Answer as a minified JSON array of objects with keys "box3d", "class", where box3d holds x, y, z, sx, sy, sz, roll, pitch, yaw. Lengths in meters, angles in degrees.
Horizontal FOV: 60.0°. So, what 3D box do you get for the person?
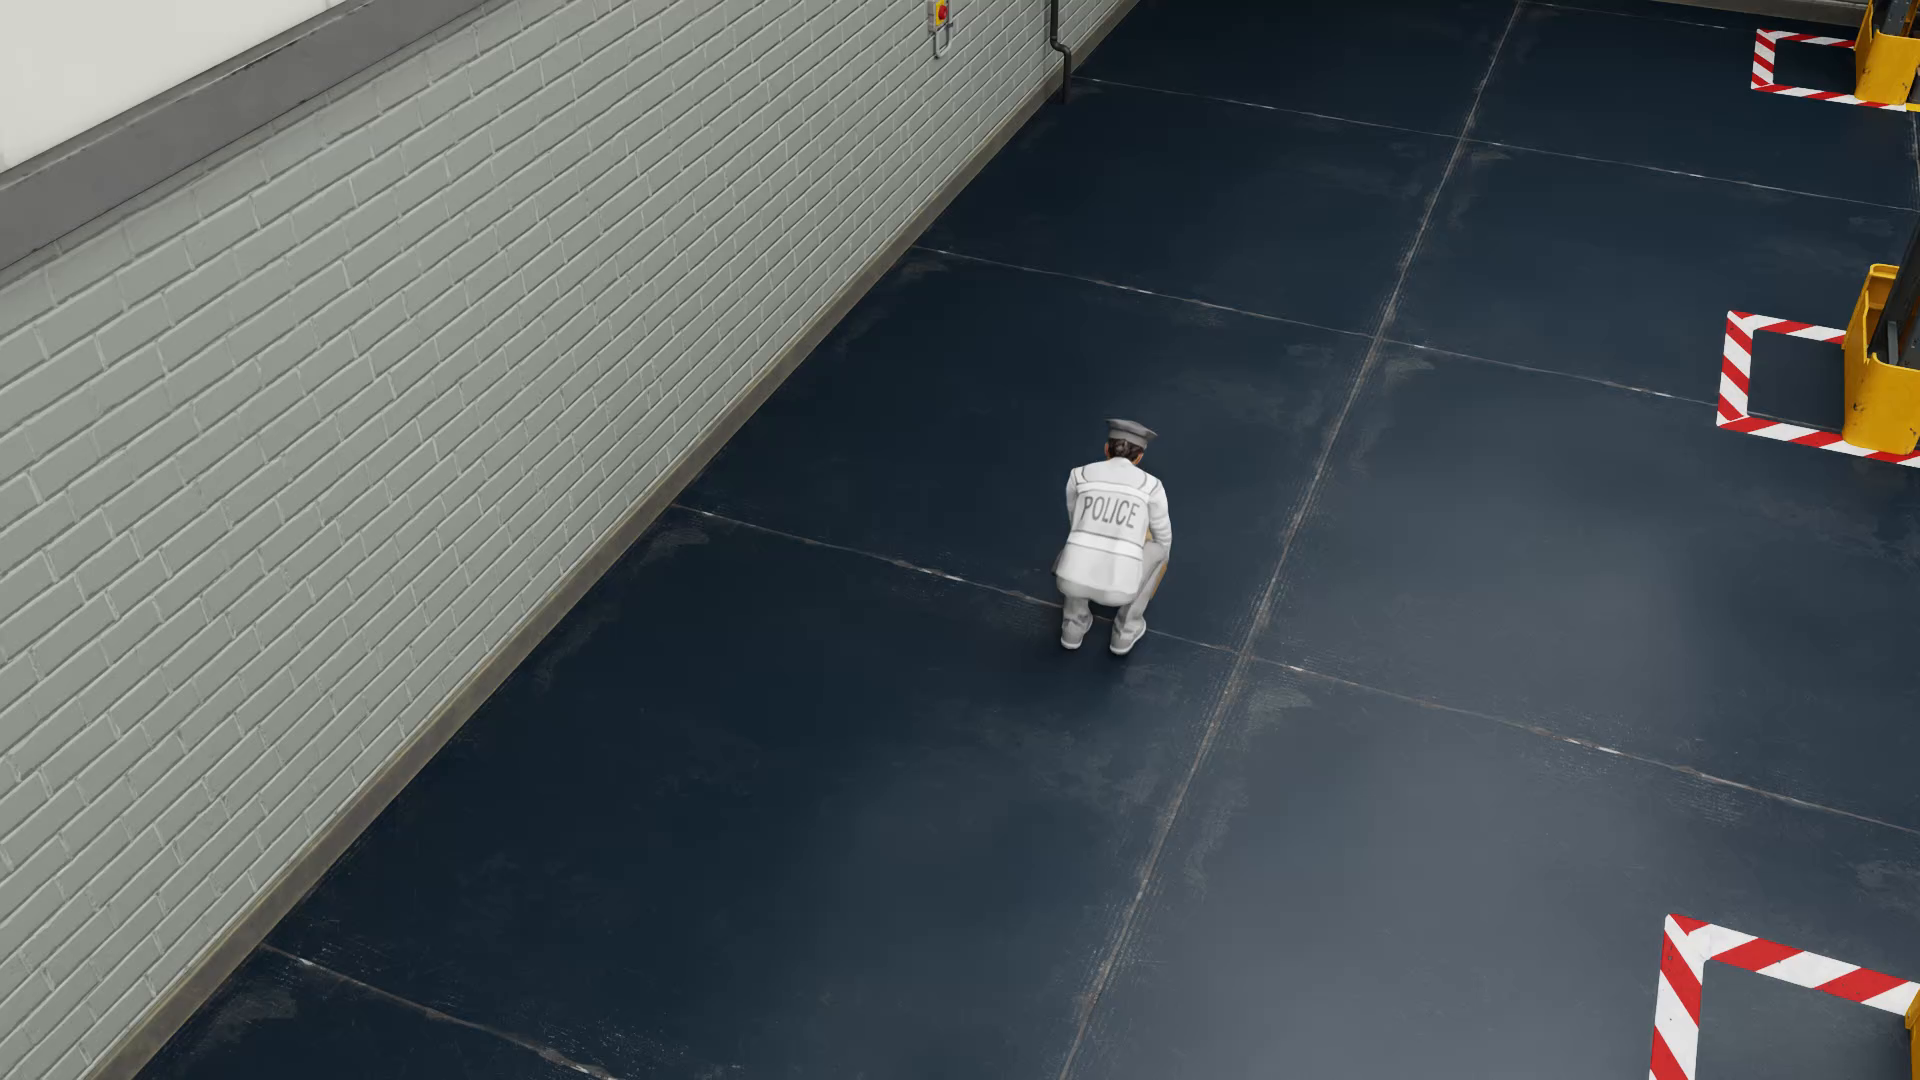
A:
[{"box3d":[0.667,0.001,7.410,0.482,0.946,0.851,14,40,17],"class":"person"}]
